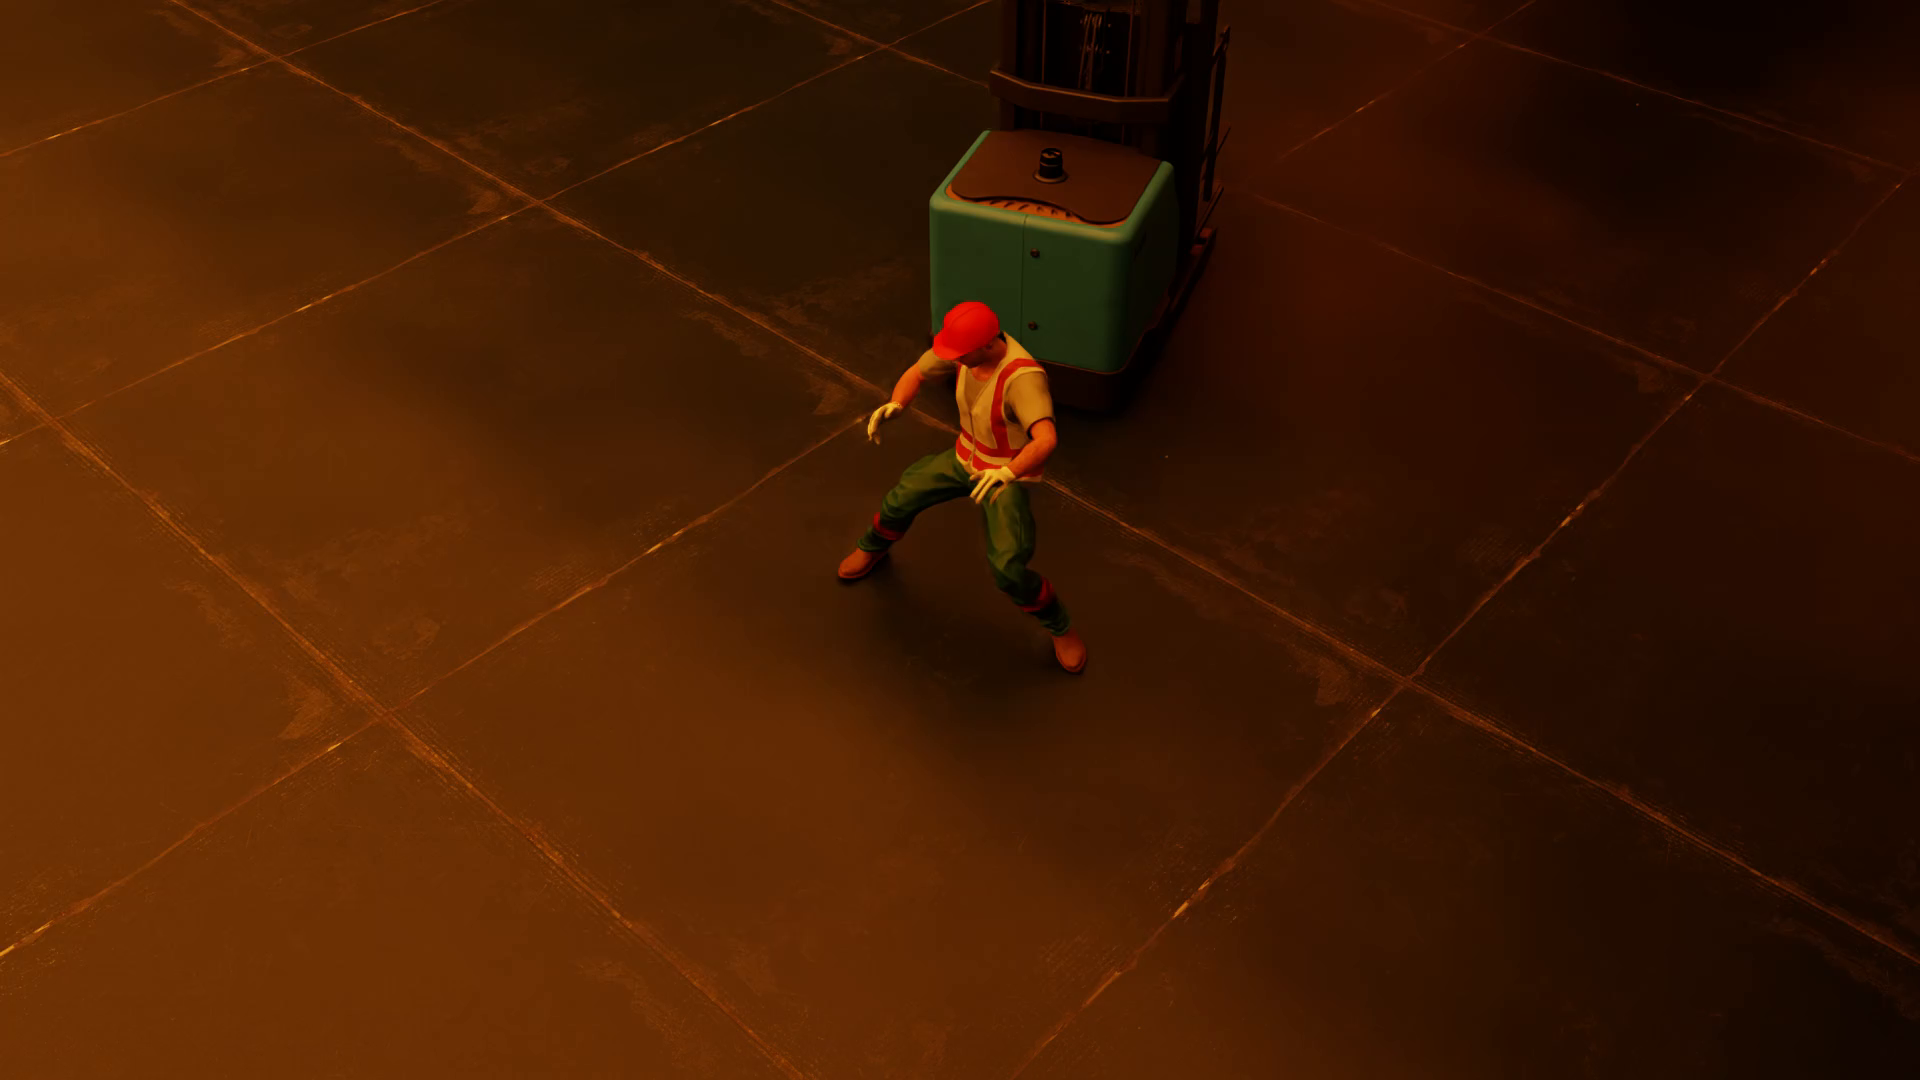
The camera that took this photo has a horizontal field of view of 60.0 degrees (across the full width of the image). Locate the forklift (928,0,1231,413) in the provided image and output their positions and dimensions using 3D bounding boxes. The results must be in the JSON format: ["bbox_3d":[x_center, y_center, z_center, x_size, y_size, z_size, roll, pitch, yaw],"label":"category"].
[{"bbox_3d":[0.835,-2.713,8.590,1.130,2.935,3.031,14,43,16],"label":"forklift"}]

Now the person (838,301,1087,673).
[{"bbox_3d":[0.037,-0.269,6.805,0.692,1.548,1.229,-26,47,-27],"label":"person"}]
